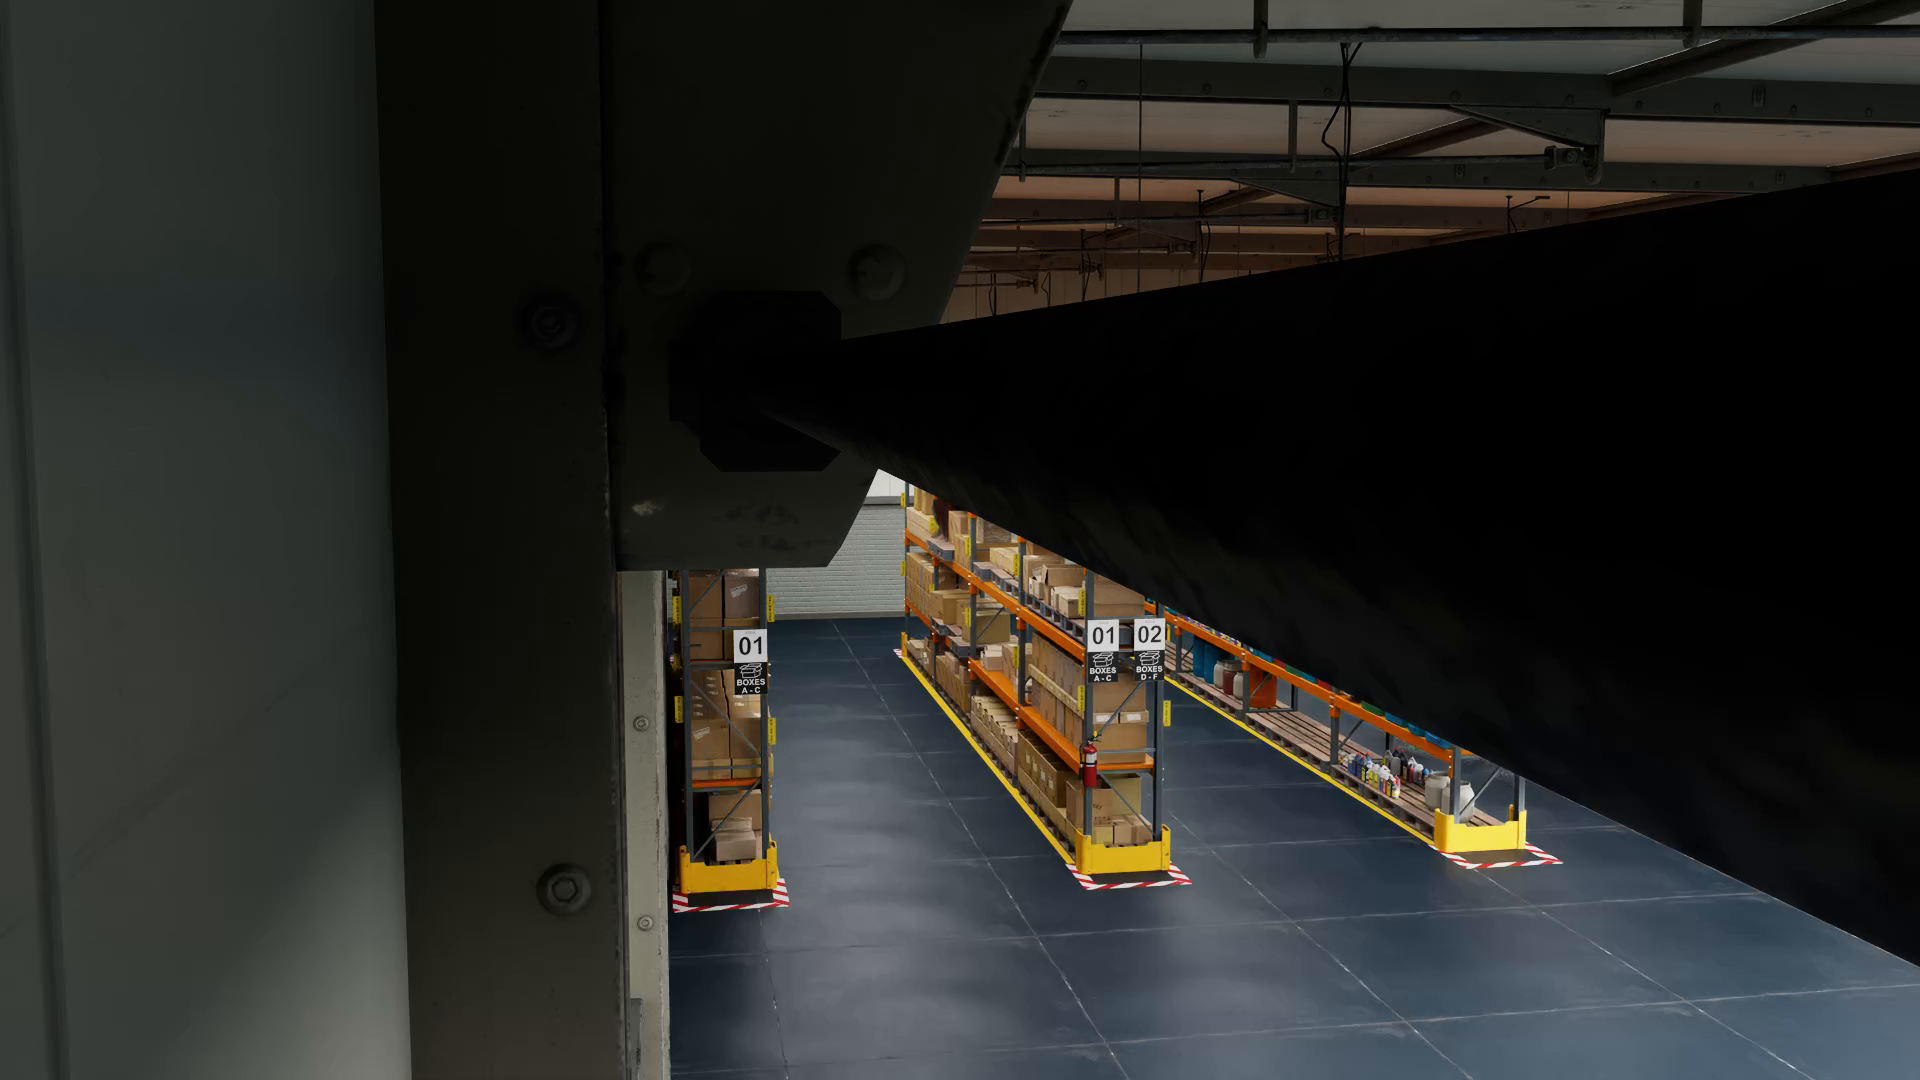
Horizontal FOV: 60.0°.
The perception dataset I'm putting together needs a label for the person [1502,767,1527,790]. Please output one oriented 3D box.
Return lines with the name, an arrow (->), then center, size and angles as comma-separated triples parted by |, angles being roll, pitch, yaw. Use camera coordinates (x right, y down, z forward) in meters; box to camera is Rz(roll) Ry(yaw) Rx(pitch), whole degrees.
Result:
person -> 8.501, 2.966, 25.065 | 0.597, 1.601, 0.738 | -3, 7, -27
